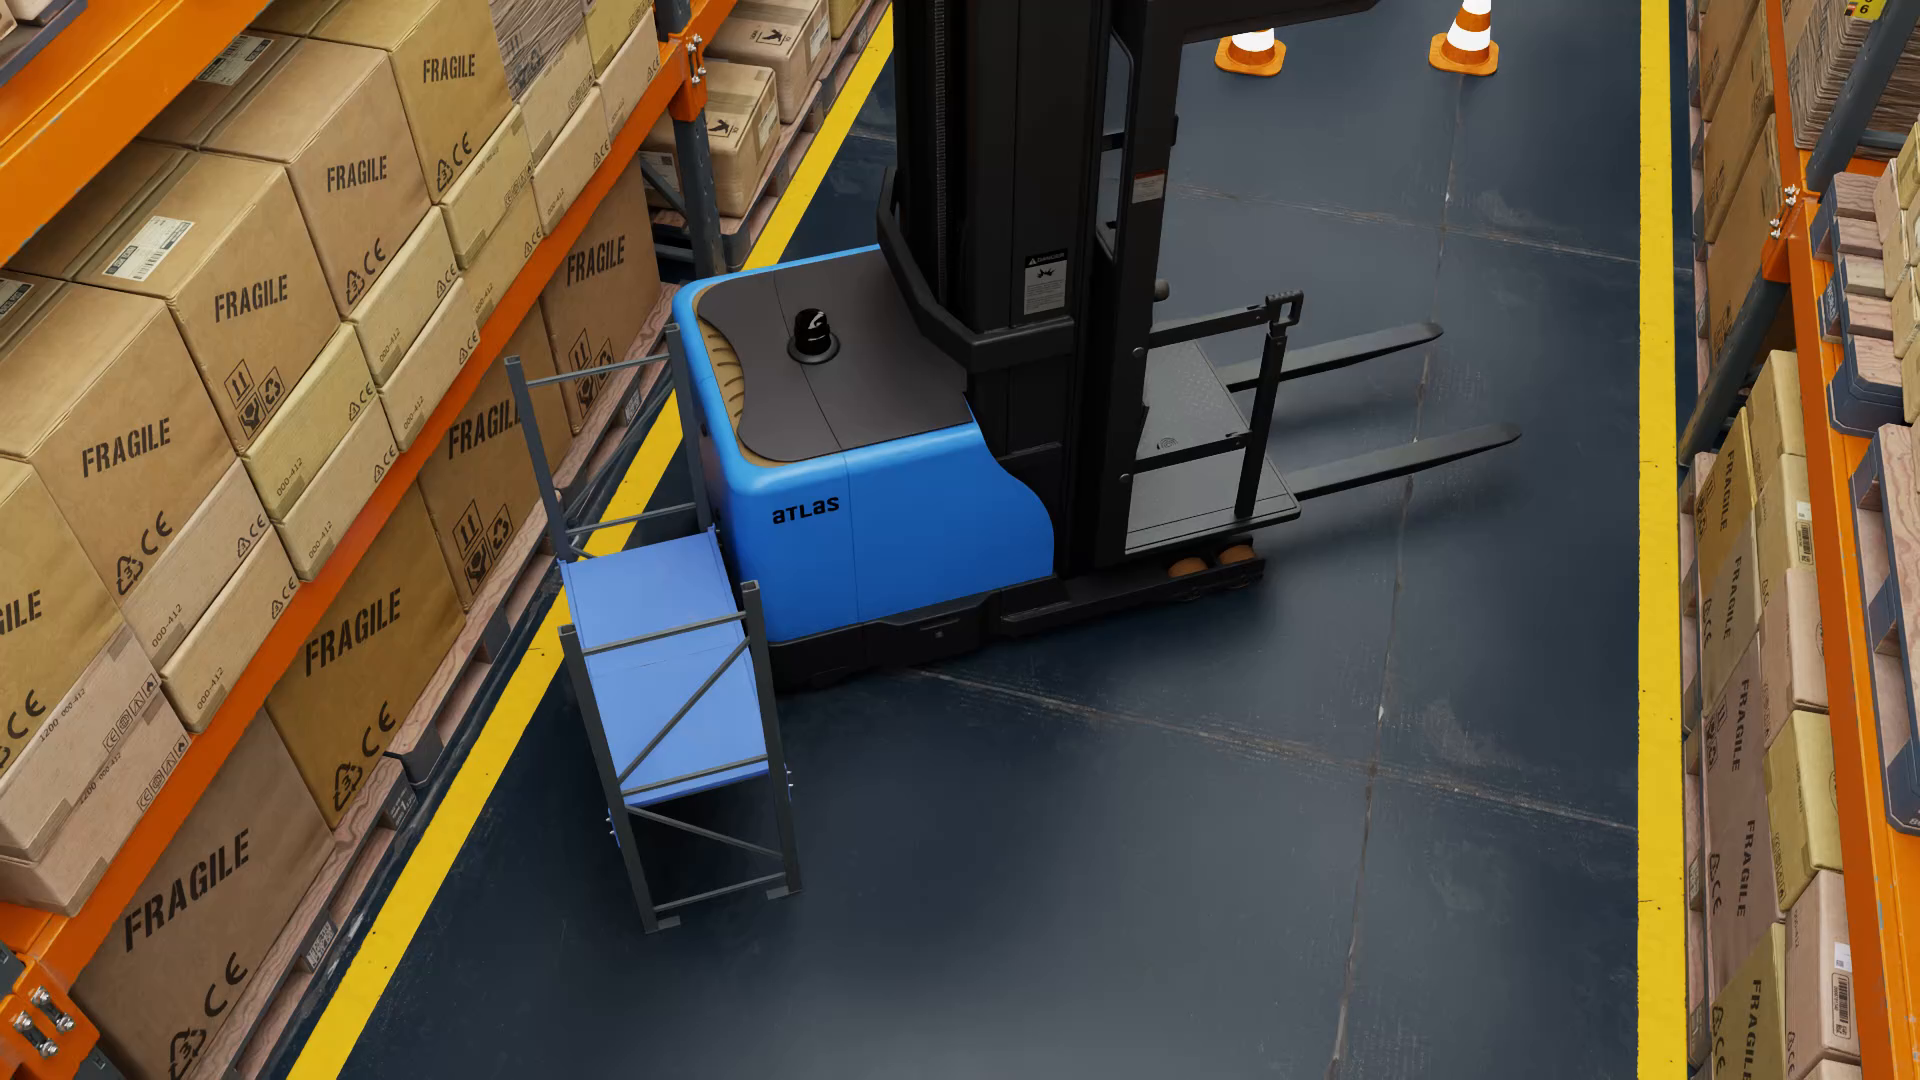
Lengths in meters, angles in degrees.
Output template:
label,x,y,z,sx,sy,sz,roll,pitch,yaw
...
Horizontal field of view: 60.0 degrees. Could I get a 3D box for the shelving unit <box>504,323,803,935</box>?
label,x,y,z,sx,sy,sz,roll,pitch,yaw
shelving unit,-0.895,0.299,4.986,0.538,1.500,1.048,-13,50,-11

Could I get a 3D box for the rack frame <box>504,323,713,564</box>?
label,x,y,z,sx,sy,sz,roll,pitch,yaw
rack frame,-1.048,-0.064,5.307,0.500,1.500,0.032,-13,50,-11

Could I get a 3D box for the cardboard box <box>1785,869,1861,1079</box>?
label,x,y,z,sx,sy,sz,roll,pitch,yaw
cardboard box,2.352,1.152,4.119,0.500,0.250,0.500,14,50,12

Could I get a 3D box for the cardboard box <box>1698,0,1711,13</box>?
label,x,y,z,sx,sy,sz,roll,pitch,yaw
cardboard box,4.281,-3.044,8.157,1.050,0.750,0.750,11,50,10

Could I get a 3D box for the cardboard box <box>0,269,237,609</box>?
label,x,y,z,sx,sy,sz,roll,pitch,yaw
cardboard box,-2.050,-0.233,3.721,0.500,0.500,0.500,11,50,10

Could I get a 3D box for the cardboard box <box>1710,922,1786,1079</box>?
label,x,y,z,sx,sy,sz,roll,pitch,yaw
cardboard box,2.339,1.402,4.399,0.500,0.500,0.500,11,49,9

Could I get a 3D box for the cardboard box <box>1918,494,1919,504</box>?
label,x,y,z,sx,sy,sz,roll,pitch,yaw
cardboard box,2.645,-0.036,4.168,0.380,0.149,0.250,12,50,11

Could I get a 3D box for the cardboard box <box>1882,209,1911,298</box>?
label,x,y,z,sx,sy,sz,roll,pitch,yaw
cardboard box,2.921,-0.801,4.844,0.380,0.149,0.250,14,50,12

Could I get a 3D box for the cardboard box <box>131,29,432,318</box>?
label,x,y,z,sx,sy,sz,roll,pitch,yaw
cardboard box,-1.786,-0.970,4.372,0.500,0.500,0.500,11,49,9

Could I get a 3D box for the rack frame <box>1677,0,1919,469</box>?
label,x,y,z,sx,sy,sz,roll,pitch,yaw
rack frame,3.305,-1.223,5.329,1.000,3.000,0.127,12,50,10

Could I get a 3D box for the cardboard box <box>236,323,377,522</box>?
label,x,y,z,sx,sy,sz,roll,pitch,yaw
cardboard box,-1.894,-0.355,4.329,0.500,0.250,0.500,12,50,11

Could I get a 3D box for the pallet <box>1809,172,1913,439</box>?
label,x,y,z,sx,sy,sz,roll,pitch,yaw
pallet,3.220,-0.623,4.927,1.213,0.211,1.003,12,50,10

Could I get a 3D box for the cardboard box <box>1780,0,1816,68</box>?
label,x,y,z,sx,sy,sz,roll,pitch,yaw
cardboard box,3.297,-1.996,5.944,0.500,0.500,0.500,12,50,10

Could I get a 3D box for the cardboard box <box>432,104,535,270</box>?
label,x,y,z,sx,sy,sz,roll,pitch,yaw
cardboard box,-1.626,-1.096,4.984,0.500,0.250,0.500,10,49,9

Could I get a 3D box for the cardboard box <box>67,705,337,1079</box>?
label,x,y,z,sx,sy,sz,roll,pitch,yaw
cardboard box,-2.464,0.866,4.622,0.875,0.875,0.875,13,50,11

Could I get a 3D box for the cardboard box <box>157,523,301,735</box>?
label,x,y,z,sx,sy,sz,roll,pitch,yaw
cardboard box,-2.045,0.175,4.195,0.500,0.250,0.500,10,49,9

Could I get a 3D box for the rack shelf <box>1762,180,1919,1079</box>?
label,x,y,z,sx,sy,sz,roll,pitch,yaw
rack shelf,2.778,0.461,4.322,1.077,0.370,4.000,12,50,10

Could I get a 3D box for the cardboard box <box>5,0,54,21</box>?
label,x,y,z,sx,sy,sz,roll,pitch,yaw
cardboard box,-1.880,-1.134,3.125,0.380,0.166,0.250,9,49,7

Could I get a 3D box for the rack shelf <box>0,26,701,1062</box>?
label,x,y,z,sx,sy,sz,roll,pitch,yaw
rack shelf,-2.024,-0.442,5.120,1.077,0.370,4.000,12,50,10

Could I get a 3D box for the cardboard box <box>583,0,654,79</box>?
label,x,y,z,sx,sy,sz,roll,pitch,yaw
cardboard box,-1.380,-1.842,5.642,0.500,0.250,0.500,11,50,10

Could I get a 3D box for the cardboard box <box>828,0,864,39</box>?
label,x,y,z,sx,sy,sz,roll,pitch,yaw
cardboard box,-0.948,-2.886,8.269,0.950,0.372,0.625,13,50,11

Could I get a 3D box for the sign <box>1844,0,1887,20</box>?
label,x,y,z,sx,sy,sz,roll,pitch,yaw
sign,2.768,-1.714,4.989,0.100,0.325,0.005,12,50,10

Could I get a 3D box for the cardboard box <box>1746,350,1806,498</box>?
label,x,y,z,sx,sy,sz,roll,pitch,yaw
cardboard box,2.890,-0.332,5.430,0.500,0.250,0.500,10,49,8

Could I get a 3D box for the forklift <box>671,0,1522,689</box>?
label,x,y,z,sx,sy,sz,roll,pitch,yaw
forklift,0.593,-1.113,5.278,3.031,2.935,1.130,-14,50,-12

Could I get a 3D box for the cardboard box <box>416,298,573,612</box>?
label,x,y,z,sx,sy,sz,roll,pitch,yaw
cardboard box,-1.998,-0.435,5.771,0.875,0.875,0.875,12,50,10

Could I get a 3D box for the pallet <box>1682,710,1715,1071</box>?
label,x,y,z,sx,sy,sz,roll,pitch,yaw
pallet,2.774,1.144,5.099,1.003,0.211,1.213,12,50,10

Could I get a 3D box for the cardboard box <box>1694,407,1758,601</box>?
label,x,y,z,sx,sy,sz,roll,pitch,yaw
cardboard box,2.872,-0.074,5.702,0.500,0.500,0.500,10,49,8

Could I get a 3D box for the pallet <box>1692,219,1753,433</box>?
label,x,y,z,sx,sy,sz,roll,pitch,yaw
pallet,3.585,-0.856,6.865,1.003,0.211,1.213,12,50,10

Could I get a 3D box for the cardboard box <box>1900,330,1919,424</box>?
label,x,y,z,sx,sy,sz,roll,pitch,yaw
cardboard box,2.781,-0.410,4.499,0.380,0.149,0.250,14,50,12

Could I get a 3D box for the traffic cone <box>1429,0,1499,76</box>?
label,x,y,z,sx,sy,sz,roll,pitch,yaw
traffic cone,2.548,-2.605,8.241,0.336,0.463,0.334,12,50,10

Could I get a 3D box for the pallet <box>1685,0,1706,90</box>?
label,x,y,z,sx,sy,sz,roll,pitch,yaw
pallet,4.227,-2.621,8.422,1.003,0.211,1.213,12,50,10

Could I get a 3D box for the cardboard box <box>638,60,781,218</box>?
label,x,y,z,sx,sy,sz,roll,pitch,yaw
cardboard box,-1.339,-1.803,7.313,0.950,0.372,0.625,9,49,7

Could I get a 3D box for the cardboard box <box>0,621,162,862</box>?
label,x,y,z,sx,sy,sz,roll,pitch,yaw
cardboard box,-2.162,0.388,3.674,0.500,0.250,0.500,10,49,9

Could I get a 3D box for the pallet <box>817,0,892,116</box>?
label,x,y,z,sx,sy,sz,roll,pitch,yaw
pallet,-0.967,-2.649,8.447,1.003,0.211,1.213,12,50,10

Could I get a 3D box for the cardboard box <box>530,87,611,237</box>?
label,x,y,z,sx,sy,sz,roll,pitch,yaw
cardboard box,-1.499,-1.288,5.486,0.500,0.250,0.500,12,50,11

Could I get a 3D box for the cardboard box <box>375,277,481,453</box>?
label,x,y,z,sx,sy,sz,roll,pitch,yaw
cardboard box,-1.754,-0.552,4.837,0.500,0.250,0.500,11,49,9

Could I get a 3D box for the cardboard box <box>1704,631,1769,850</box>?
label,x,y,z,sx,sy,sz,roll,pitch,yaw
cardboard box,2.613,0.663,5.052,0.500,0.500,0.500,10,49,9

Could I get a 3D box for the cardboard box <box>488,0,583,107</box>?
label,x,y,z,sx,sy,sz,roll,pitch,yaw
cardboard box,-1.508,-1.693,5.010,0.500,0.500,0.500,12,50,11

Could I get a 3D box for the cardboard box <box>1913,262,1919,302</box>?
label,x,y,z,sx,sy,sz,roll,pitch,yaw
cardboard box,2.847,-0.677,4.536,0.380,0.149,0.250,10,49,9

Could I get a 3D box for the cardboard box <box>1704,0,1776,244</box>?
label,x,y,z,sx,sy,sz,roll,pitch,yaw
cardboard box,3.779,-1.674,6.947,1.050,0.750,0.750,12,50,11

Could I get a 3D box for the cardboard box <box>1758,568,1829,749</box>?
label,x,y,z,sx,sy,sz,roll,pitch,yaw
cardboard box,2.614,0.390,4.792,0.500,0.250,0.500,12,50,10

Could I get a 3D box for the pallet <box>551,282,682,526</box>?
label,x,y,z,sx,sy,sz,roll,pitch,yaw
pallet,-1.778,-0.649,6.682,1.003,0.211,1.213,12,50,10

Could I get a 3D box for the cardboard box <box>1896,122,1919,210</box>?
label,x,y,z,sx,sy,sz,roll,pitch,yaw
cardboard box,2.984,-1.068,4.881,0.380,0.149,0.250,14,50,12

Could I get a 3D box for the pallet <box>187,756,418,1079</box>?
label,x,y,z,sx,sy,sz,roll,pitch,yaw
pallet,-2.420,1.116,5.124,1.003,0.211,1.213,12,50,10
